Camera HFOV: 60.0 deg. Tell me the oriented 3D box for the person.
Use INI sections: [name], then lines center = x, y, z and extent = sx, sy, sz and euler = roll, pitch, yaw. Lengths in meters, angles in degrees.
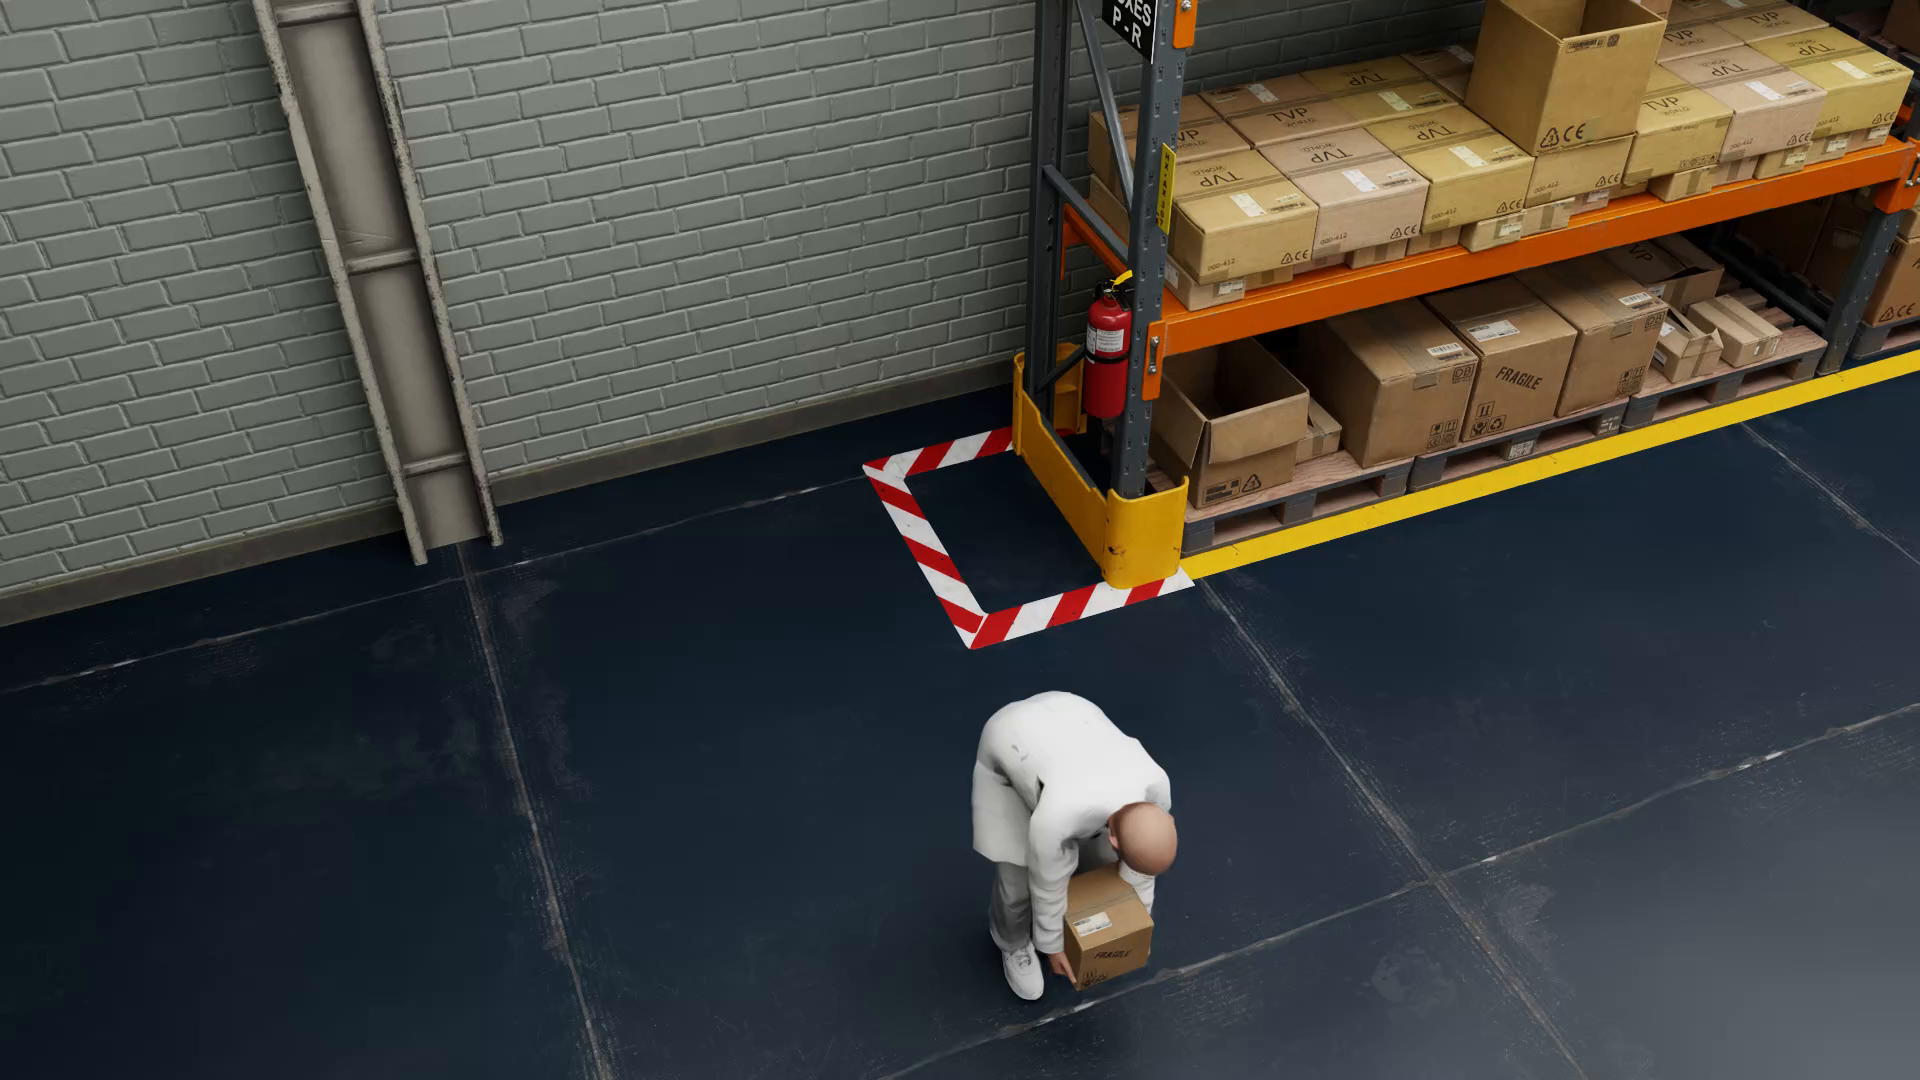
[person]
center = 0.374, 1.054, 5.324
extent = 0.553, 1.310, 0.914
euler = -16, 44, -18
